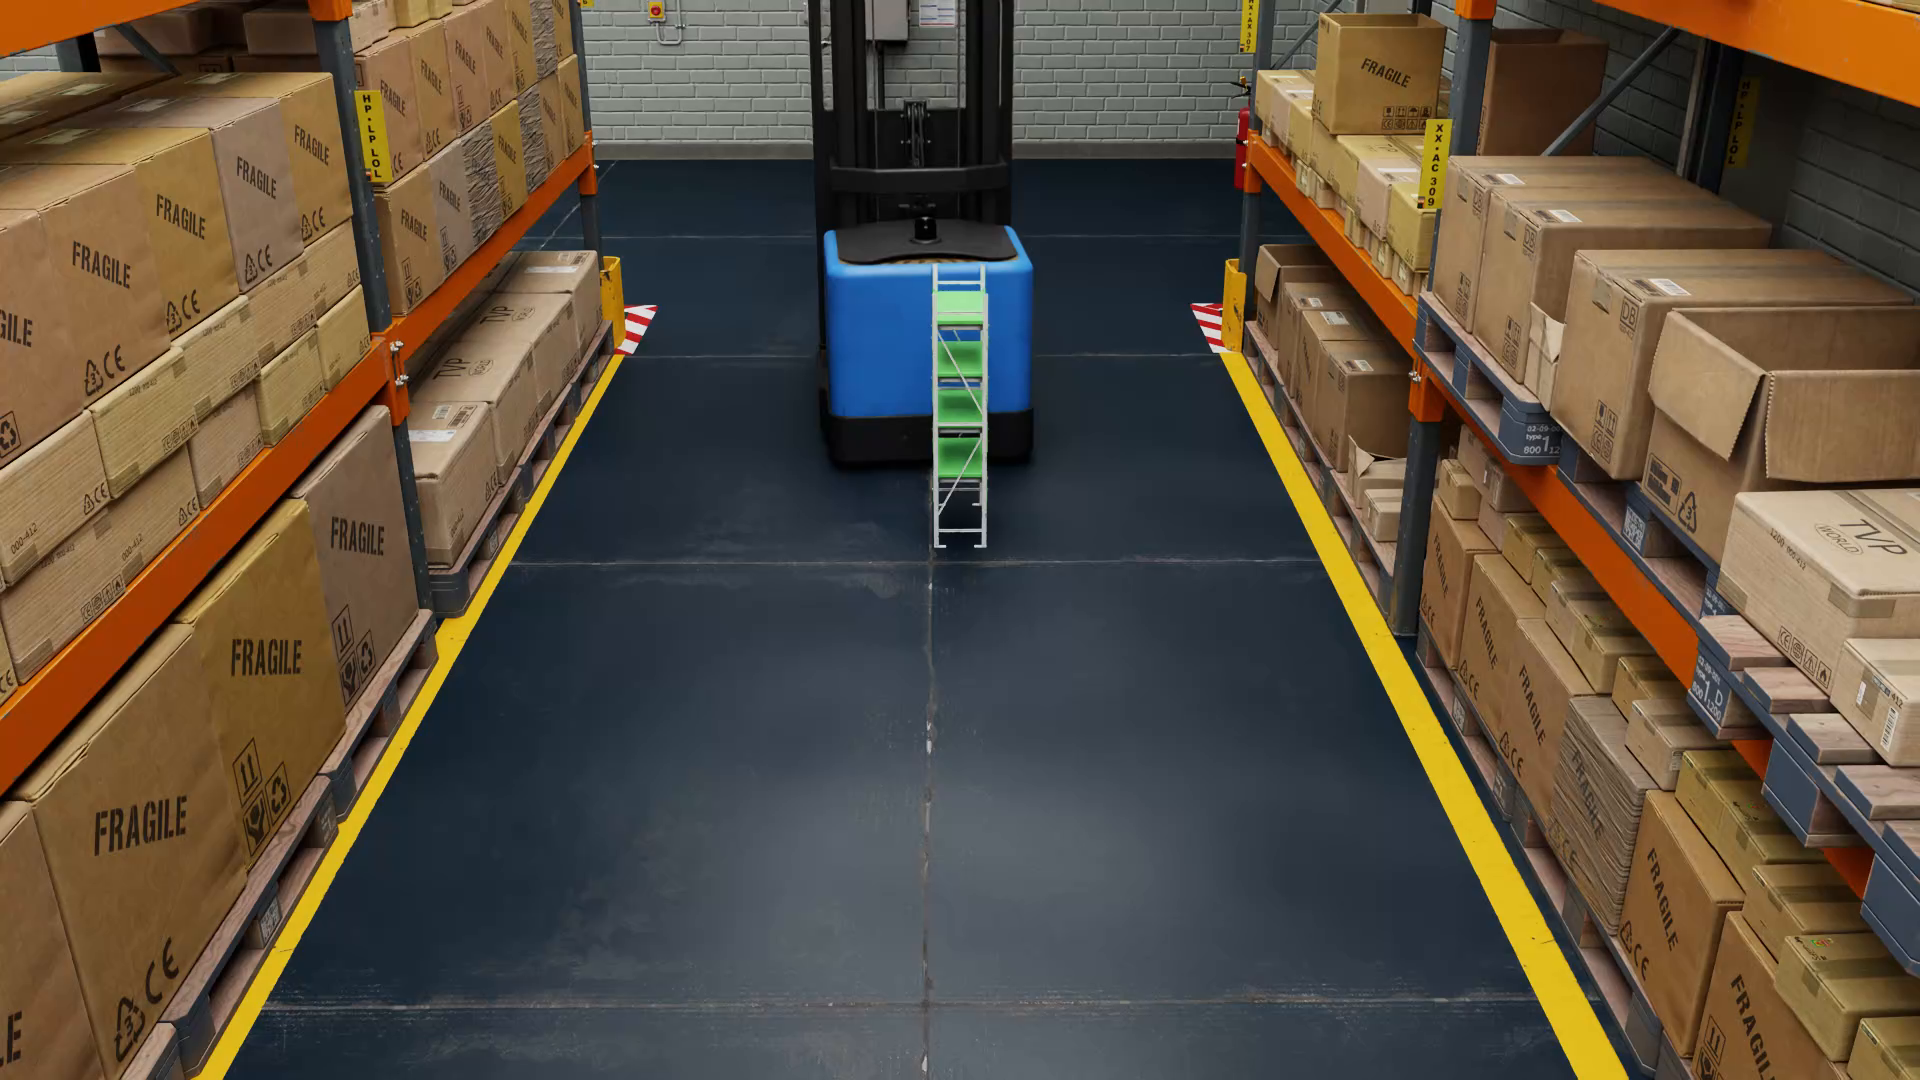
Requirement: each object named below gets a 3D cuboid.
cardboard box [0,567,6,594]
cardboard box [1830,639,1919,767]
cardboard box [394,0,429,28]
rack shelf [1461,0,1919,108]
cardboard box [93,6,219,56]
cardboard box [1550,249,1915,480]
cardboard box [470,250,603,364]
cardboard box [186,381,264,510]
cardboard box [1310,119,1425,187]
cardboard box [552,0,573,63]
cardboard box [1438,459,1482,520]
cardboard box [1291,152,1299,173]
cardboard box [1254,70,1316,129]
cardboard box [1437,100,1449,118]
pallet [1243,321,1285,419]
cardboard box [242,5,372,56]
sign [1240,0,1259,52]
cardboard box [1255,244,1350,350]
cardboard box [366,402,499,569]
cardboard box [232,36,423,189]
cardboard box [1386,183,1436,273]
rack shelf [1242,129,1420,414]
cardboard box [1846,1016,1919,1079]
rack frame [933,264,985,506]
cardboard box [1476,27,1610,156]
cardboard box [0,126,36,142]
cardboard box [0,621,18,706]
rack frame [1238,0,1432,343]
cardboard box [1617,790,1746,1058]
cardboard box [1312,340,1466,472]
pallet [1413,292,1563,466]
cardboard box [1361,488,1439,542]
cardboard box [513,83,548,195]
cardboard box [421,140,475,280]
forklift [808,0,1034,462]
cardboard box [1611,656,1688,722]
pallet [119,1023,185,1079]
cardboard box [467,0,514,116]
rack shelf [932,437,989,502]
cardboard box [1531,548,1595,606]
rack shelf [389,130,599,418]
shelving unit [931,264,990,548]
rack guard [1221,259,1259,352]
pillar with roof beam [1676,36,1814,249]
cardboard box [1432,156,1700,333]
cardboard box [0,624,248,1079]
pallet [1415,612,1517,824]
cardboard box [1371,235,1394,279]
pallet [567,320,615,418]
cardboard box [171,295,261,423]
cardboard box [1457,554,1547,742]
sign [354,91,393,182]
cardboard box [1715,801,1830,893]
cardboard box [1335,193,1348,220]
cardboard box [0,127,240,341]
[{"bbox_3d":[-2.394,0.100,3.465,0.500,0.250,0.500,0,24,1],"label":"cardboard box"},{"bbox_3d":[1.942,0.312,3.215,0.380,0.149,0.250,0,24,0],"label":"cardboard box"},{"bbox_3d":[-2.424,-2.208,6.869,0.380,0.149,0.250,0,24,-1],"label":"cardboard box"},{"bbox_3d":[2.311,-1.205,4.007,1.077,0.370,4.000,0,24,-1],"label":"rack shelf"},{"bbox_3d":[-2.996,-1.888,6.164,0.380,0.149,0.250,-1,24,-2],"label":"cardboard box"},{"bbox_3d":[2.085,-0.490,4.562,0.700,0.500,0.500,0,24,-1],"label":"cardboard box"},{"bbox_3d":[-2.611,-1.367,9.732,0.875,0.438,0.875,-1,24,-2],"label":"cardboard box"},{"bbox_3d":[-2.427,-0.296,4.947,0.500,0.250,0.500,-1,24,-2],"label":"cardboard box"},{"bbox_3d":[2.022,-1.890,8.110,0.500,0.250,0.500,-1,24,-2],"label":"cardboard box"},{"bbox_3d":[-2.475,-2.918,9.227,0.500,0.500,0.500,1,24,1],"label":"cardboard box"},{"bbox_3d":[2.027,-0.189,6.265,0.380,0.149,0.250,1,24,2],"label":"cardboard box"},{"bbox_3d":[2.002,-2.070,8.992,0.380,0.149,0.250,0,24,1],"label":"cardboard box"},{"bbox_3d":[1.981,-2.517,9.497,0.500,0.250,0.500,0,24,0],"label":"cardboard box"},{"bbox_3d":[2.521,-2.101,8.576,0.500,0.250,0.500,1,24,1],"label":"cardboard box"},{"bbox_3d":[2.256,-1.008,9.723,1.003,0.211,1.213,0,24,-1],"label":"pallet"},{"bbox_3d":[-2.419,-1.894,6.176,0.380,0.149,0.250,-1,24,-1],"label":"cardboard box"},{"bbox_3d":[1.703,-3.030,9.760,0.100,0.325,0.005,0,24,-1],"label":"sign"},{"bbox_3d":[2.157,-1.440,9.813,0.797,0.503,0.637,-1,24,-3],"label":"cardboard box"},{"bbox_3d":[-2.574,-0.249,7.261,0.875,0.438,0.875,-1,24,-1],"label":"cardboard box"},{"bbox_3d":[-2.438,-1.665,6.456,0.500,0.500,0.500,0,24,0],"label":"cardboard box"},{"bbox_3d":[2.039,-1.266,6.730,0.500,0.250,0.500,0,24,1],"label":"cardboard box"},{"bbox_3d":[2.267,-1.486,8.270,1.077,0.370,4.000,0,24,-1],"label":"rack shelf"},{"bbox_3d":[2.074,1.108,3.397,0.380,0.149,0.250,-1,24,-3],"label":"cardboard box"},{"bbox_3d":[-0.004,-0.715,7.876,0.240,1.200,0.015,0,24,-1],"label":"rack frame"},{"bbox_3d":[2.539,-2.014,7.474,0.500,0.500,0.500,-1,24,-2],"label":"cardboard box"},{"bbox_3d":[-2.921,-0.869,4.696,0.500,0.500,0.500,-1,24,-2],"label":"cardboard box"},{"bbox_3d":[-2.408,0.336,3.549,0.500,0.250,0.500,-1,24,-2],"label":"cardboard box"},{"bbox_3d":[2.245,-2.638,9.944,1.000,3.000,0.127,0,24,-1],"label":"rack frame"},{"bbox_3d":[2.109,1.011,4.399,0.500,0.500,0.500,1,24,2],"label":"cardboard box"},{"bbox_3d":[2.139,-0.658,8.089,0.700,0.500,0.500,-1,24,-3],"label":"cardboard box"},{"bbox_3d":[2.188,-0.573,5.610,1.003,0.211,1.213,0,24,-1],"label":"pallet"},{"bbox_3d":[1.989,-0.111,7.305,0.380,0.149,0.250,-1,24,-2],"label":"cardboard box"},{"bbox_3d":[-2.442,-2.044,8.507,0.500,0.500,0.500,0,24,1],"label":"cardboard box"},{"bbox_3d":[-2.419,-1.414,7.115,0.500,0.500,0.500,0,24,0],"label":"cardboard box"},{"bbox_3d":[-0.284,-2.303,9.286,1.130,2.935,3.031,-2,24,-5],"label":"forklift"},{"bbox_3d":[2.136,0.460,4.830,0.380,0.149,0.250,0,24,0],"label":"cardboard box"},{"bbox_3d":[-2.564,1.627,3.896,1.003,0.211,1.213,0,24,-1],"label":"pallet"},{"bbox_3d":[-2.434,-2.292,7.843,0.500,0.500,0.500,0,24,-1],"label":"cardboard box"},{"bbox_3d":[-0.002,-0.338,7.779,0.258,0.148,0.480,0,24,-1],"label":"rack shelf"},{"bbox_3d":[2.138,0.143,5.530,0.380,0.149,0.250,-1,24,-1],"label":"cardboard box"},{"bbox_3d":[-2.696,-1.463,8.217,1.077,0.370,4.000,0,24,-1],"label":"rack shelf"},{"bbox_3d":[-0.002,-0.615,7.654,0.258,1.200,0.503,0,24,-1],"label":"shelving unit"},{"bbox_3d":[2.246,-1.468,10.389,1.175,0.500,0.348,0,24,-1],"label":"rack guard"},{"bbox_3d":[-1.122,-3.995,5.663,9.100,9.000,0.400,0,24,-1],"label":"pillar with roof beam"},{"bbox_3d":[2.070,-1.027,5.749,0.700,0.500,0.500,0,24,1],"label":"cardboard box"},{"bbox_3d":[-2.561,0.806,4.396,0.875,0.875,0.875,0,24,0],"label":"cardboard box"},{"bbox_3d":[2.335,0.615,6.133,1.003,0.211,1.213,0,24,-1],"label":"pallet"},{"bbox_3d":[1.981,-1.220,7.113,0.380,0.149,0.250,0,24,1],"label":"cardboard box"},{"bbox_3d":[-2.631,-1.015,9.738,1.003,0.211,1.213,0,24,-1],"label":"pallet"},{"bbox_3d":[-2.402,-0.526,4.848,0.500,0.250,0.500,0,24,1],"label":"cardboard box"},{"bbox_3d":[2.085,0.377,5.800,0.500,0.500,0.500,-1,24,-1],"label":"cardboard box"},{"bbox_3d":[-2.132,-1.464,6.038,0.100,0.325,0.005,0,24,-1],"label":"sign"},{"bbox_3d":[2.124,0.778,4.127,0.380,0.149,0.250,0,24,1],"label":"cardboard box"},{"bbox_3d":[2.034,-1.642,8.045,0.380,0.149,0.250,0,24,-1],"label":"cardboard box"},{"bbox_3d":[-2.420,-0.862,4.682,0.500,0.500,0.500,0,24,1],"label":"cardboard box"}]
